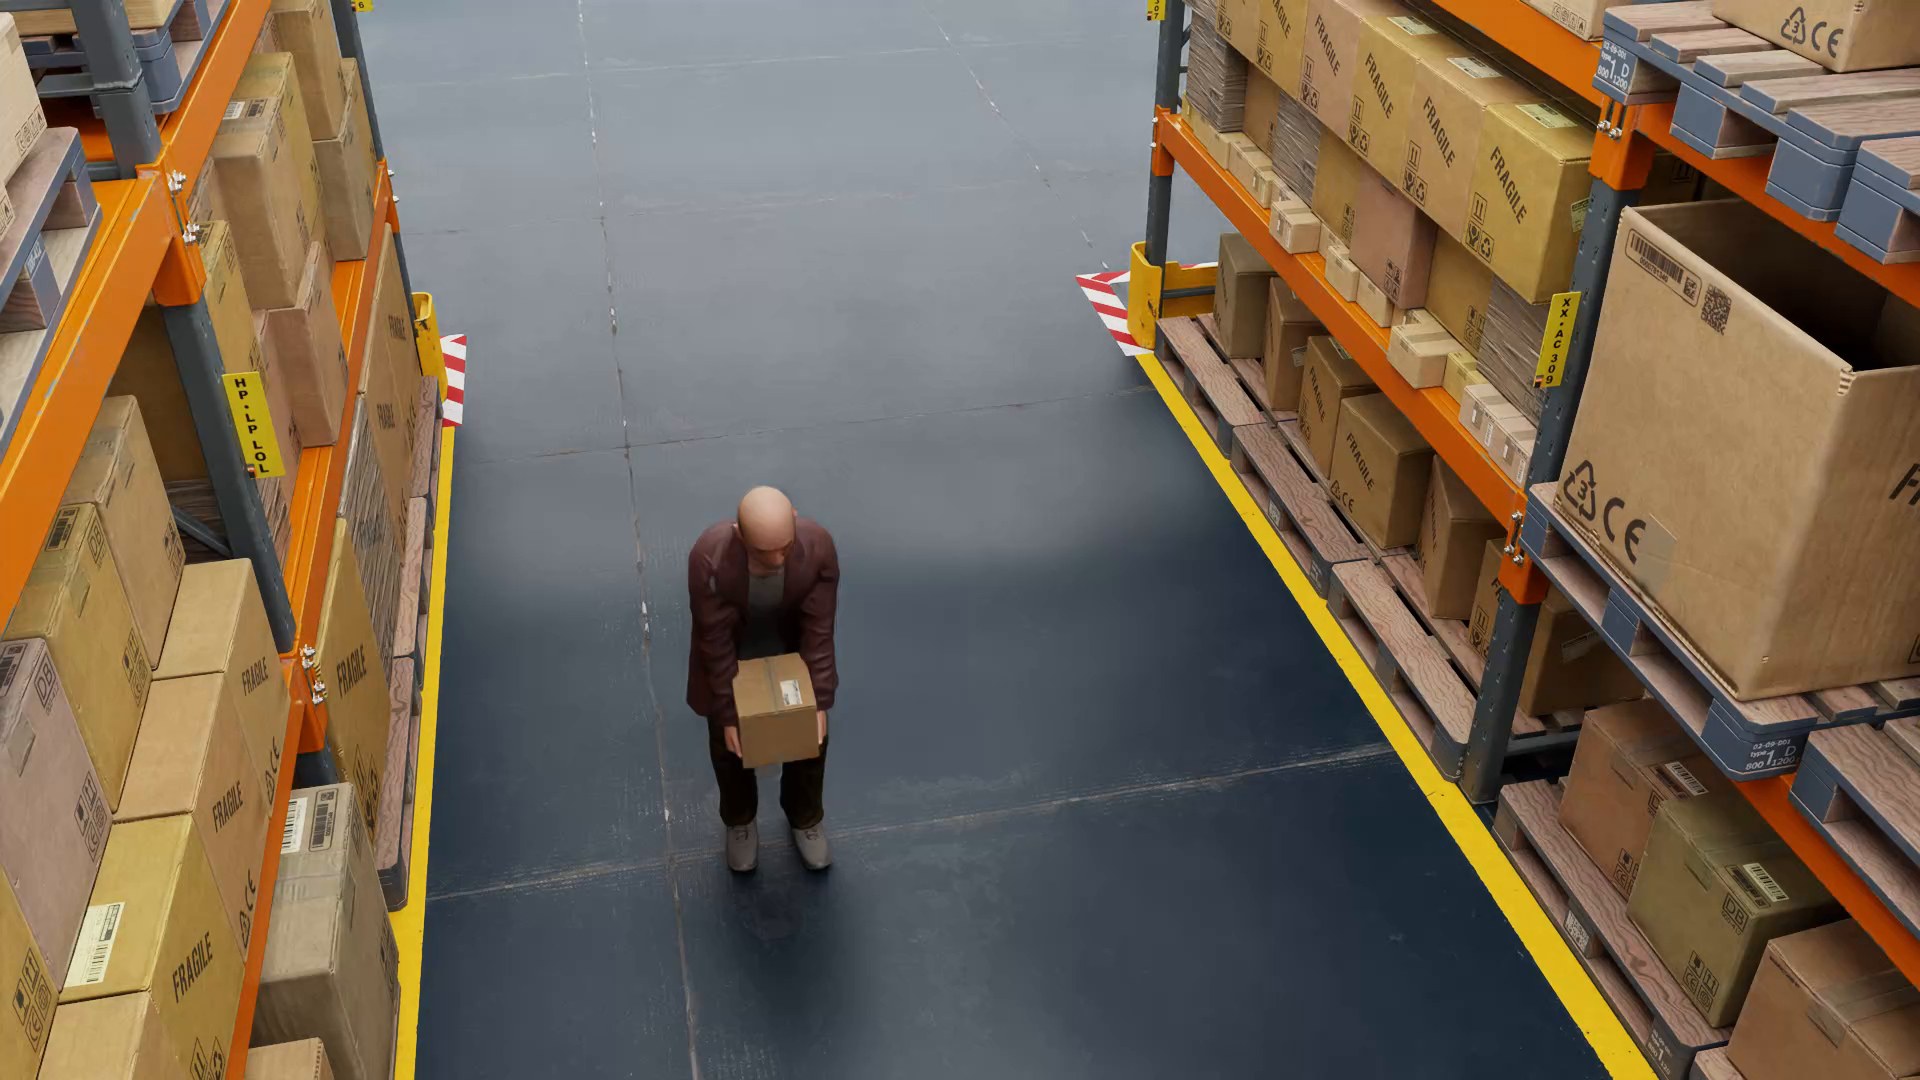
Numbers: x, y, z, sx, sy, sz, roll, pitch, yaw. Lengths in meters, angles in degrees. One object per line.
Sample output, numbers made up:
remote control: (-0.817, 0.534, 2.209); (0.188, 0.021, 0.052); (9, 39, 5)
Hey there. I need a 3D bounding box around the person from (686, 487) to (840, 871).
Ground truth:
person: (-0.658, 0.444, 5.591); (0.533, 1.678, 0.629); (-8, 35, -11)
